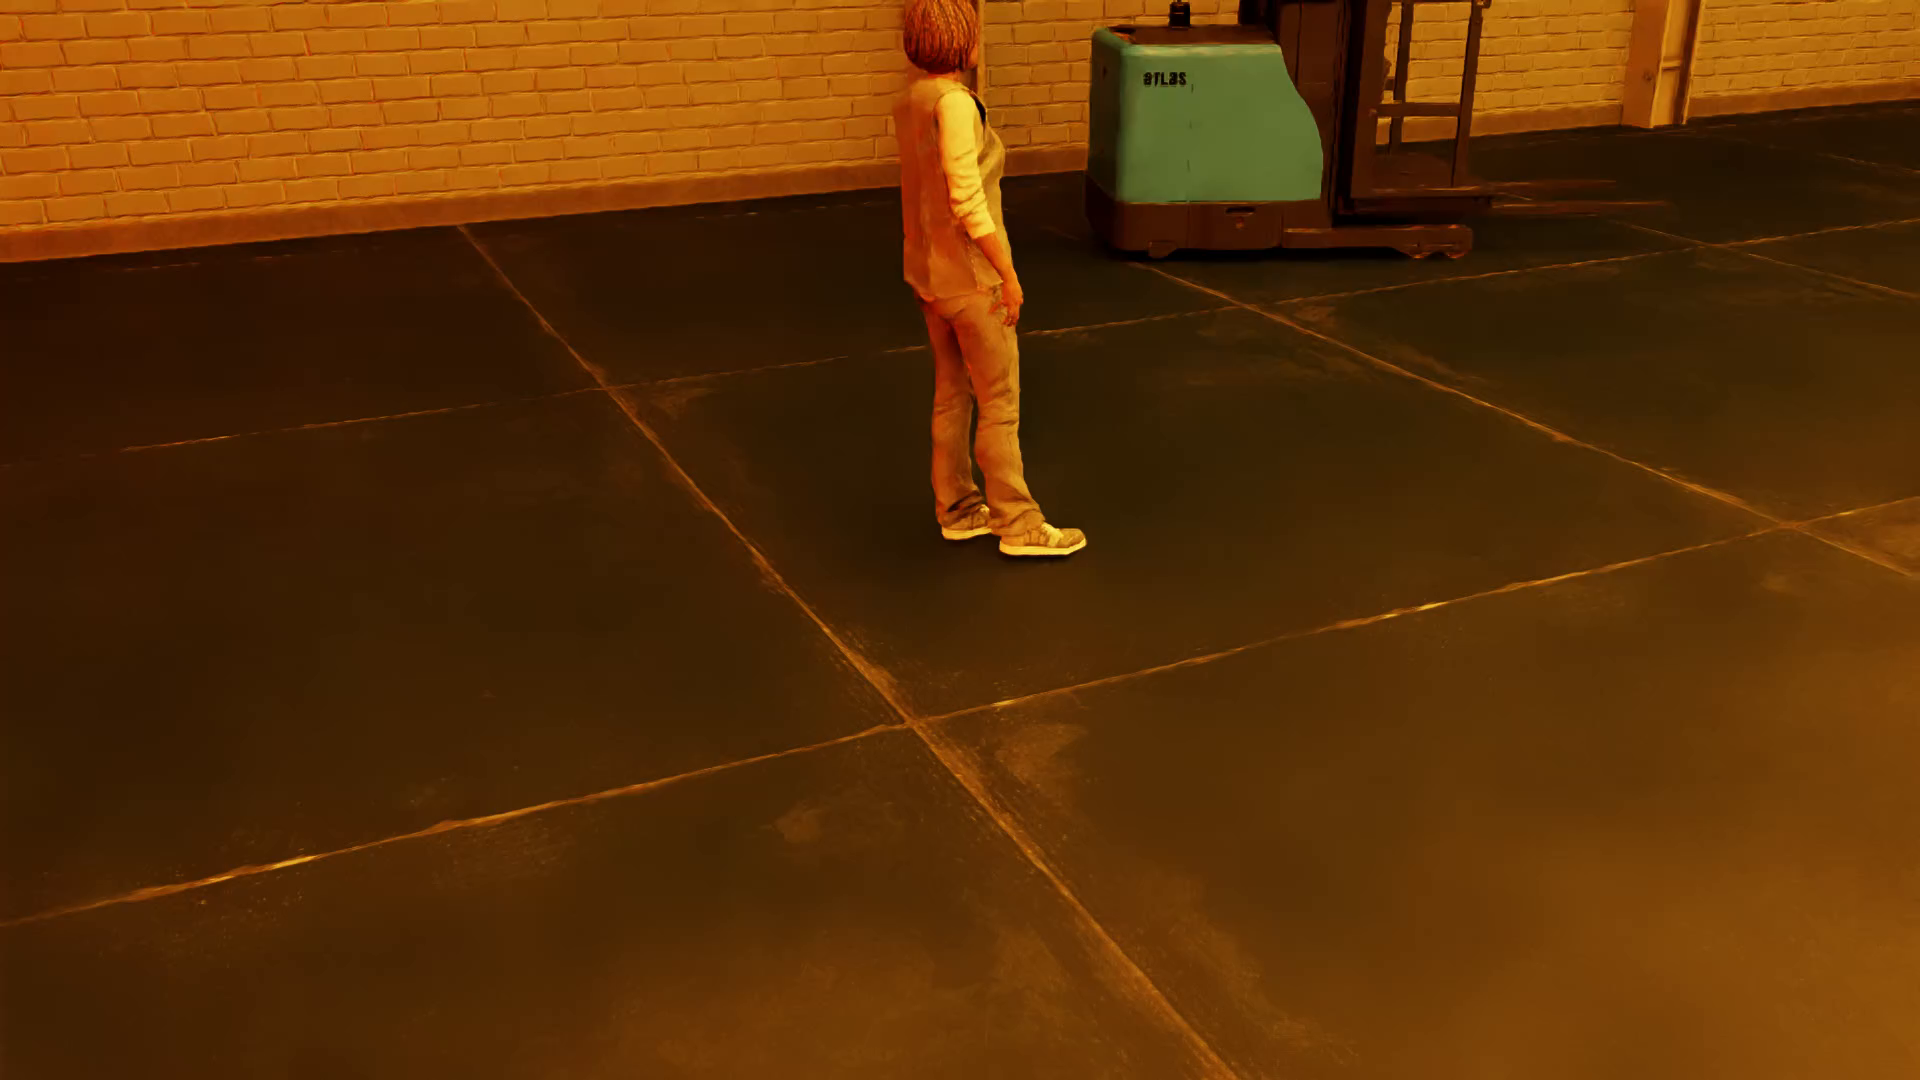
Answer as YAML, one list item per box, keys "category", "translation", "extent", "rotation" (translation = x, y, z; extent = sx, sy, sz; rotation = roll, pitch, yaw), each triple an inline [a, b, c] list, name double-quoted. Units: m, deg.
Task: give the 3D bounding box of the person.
- category: "person"
  translation: [0.073, -0.751, 4.815]
  extent: [0.474, 1.597, 0.521]
  rotation: [-10, 25, -23]

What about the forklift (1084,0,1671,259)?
- category: "forklift"
  translation: [2.242, -3.013, 8.540]
  extent: [3.031, 2.935, 1.130]
  rotation: [-2, 23, -5]
